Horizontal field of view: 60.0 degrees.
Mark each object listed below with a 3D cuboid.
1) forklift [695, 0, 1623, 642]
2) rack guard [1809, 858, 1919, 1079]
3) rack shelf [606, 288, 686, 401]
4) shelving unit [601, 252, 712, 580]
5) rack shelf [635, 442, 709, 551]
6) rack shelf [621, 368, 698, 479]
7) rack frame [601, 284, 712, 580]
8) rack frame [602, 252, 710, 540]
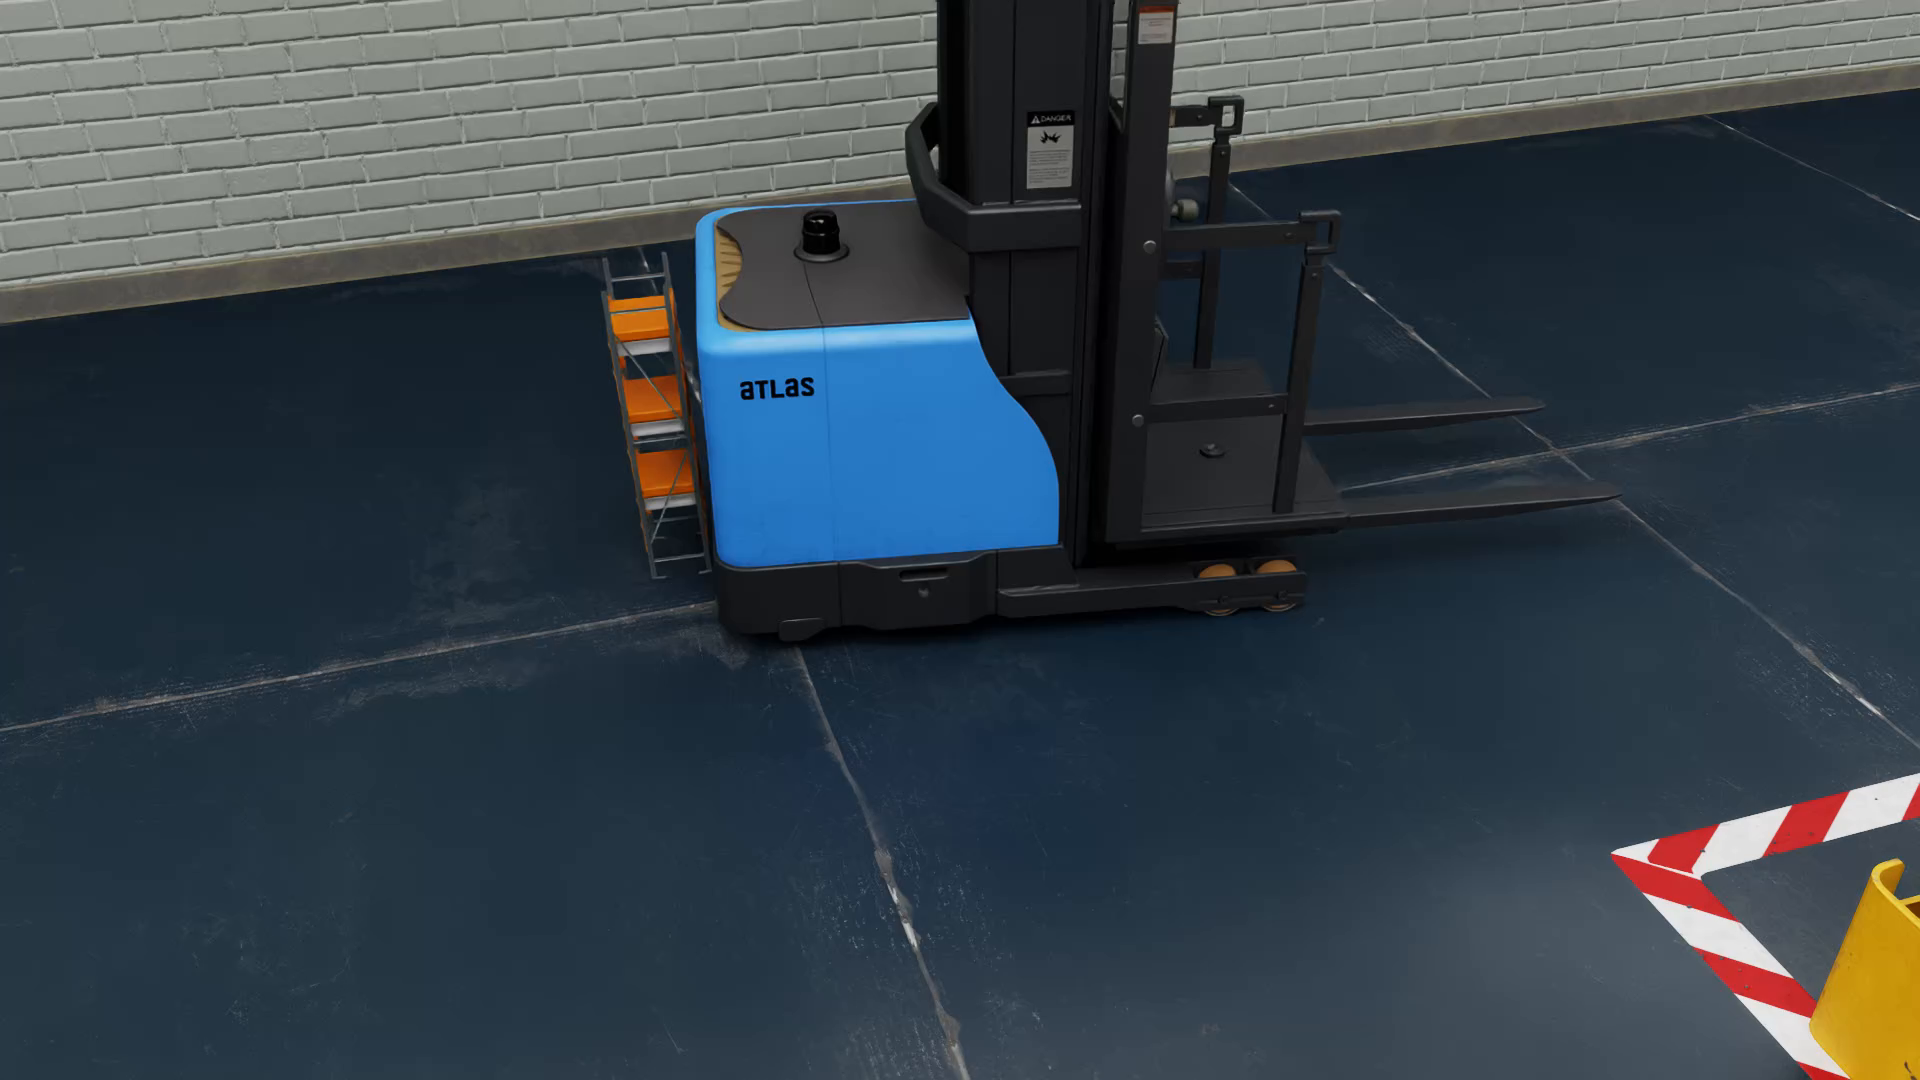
[{"bbox_3d":[0.684,-1.262,5.001,3.031,2.935,1.130,-4,34,-6],"label":"forklift"},{"bbox_3d":[2.623,0.939,3.876,1.175,0.500,0.348,-10,35,-15],"label":"rack guard"},{"bbox_3d":[-0.983,-0.611,5.218,0.215,0.259,0.240,-7,34,-6],"label":"rack shelf"},{"bbox_3d":[-0.971,-0.384,5.370,0.215,1.050,0.252,-7,34,-6],"label":"shelving unit"},{"bbox_3d":[-0.958,-0.144,5.530,0.215,0.259,0.240,-7,34,-6],"label":"rack shelf"},{"bbox_3d":[-0.971,-0.375,5.376,0.215,0.259,0.240,-7,34,-6],"label":"rack shelf"},{"bbox_3d":[-0.952,-0.318,5.269,0.200,1.050,0.008,-7,34,-6],"label":"rack frame"},{"bbox_3d":[-0.991,-0.450,5.470,0.200,1.050,0.008,-7,34,-6],"label":"rack frame"}]
